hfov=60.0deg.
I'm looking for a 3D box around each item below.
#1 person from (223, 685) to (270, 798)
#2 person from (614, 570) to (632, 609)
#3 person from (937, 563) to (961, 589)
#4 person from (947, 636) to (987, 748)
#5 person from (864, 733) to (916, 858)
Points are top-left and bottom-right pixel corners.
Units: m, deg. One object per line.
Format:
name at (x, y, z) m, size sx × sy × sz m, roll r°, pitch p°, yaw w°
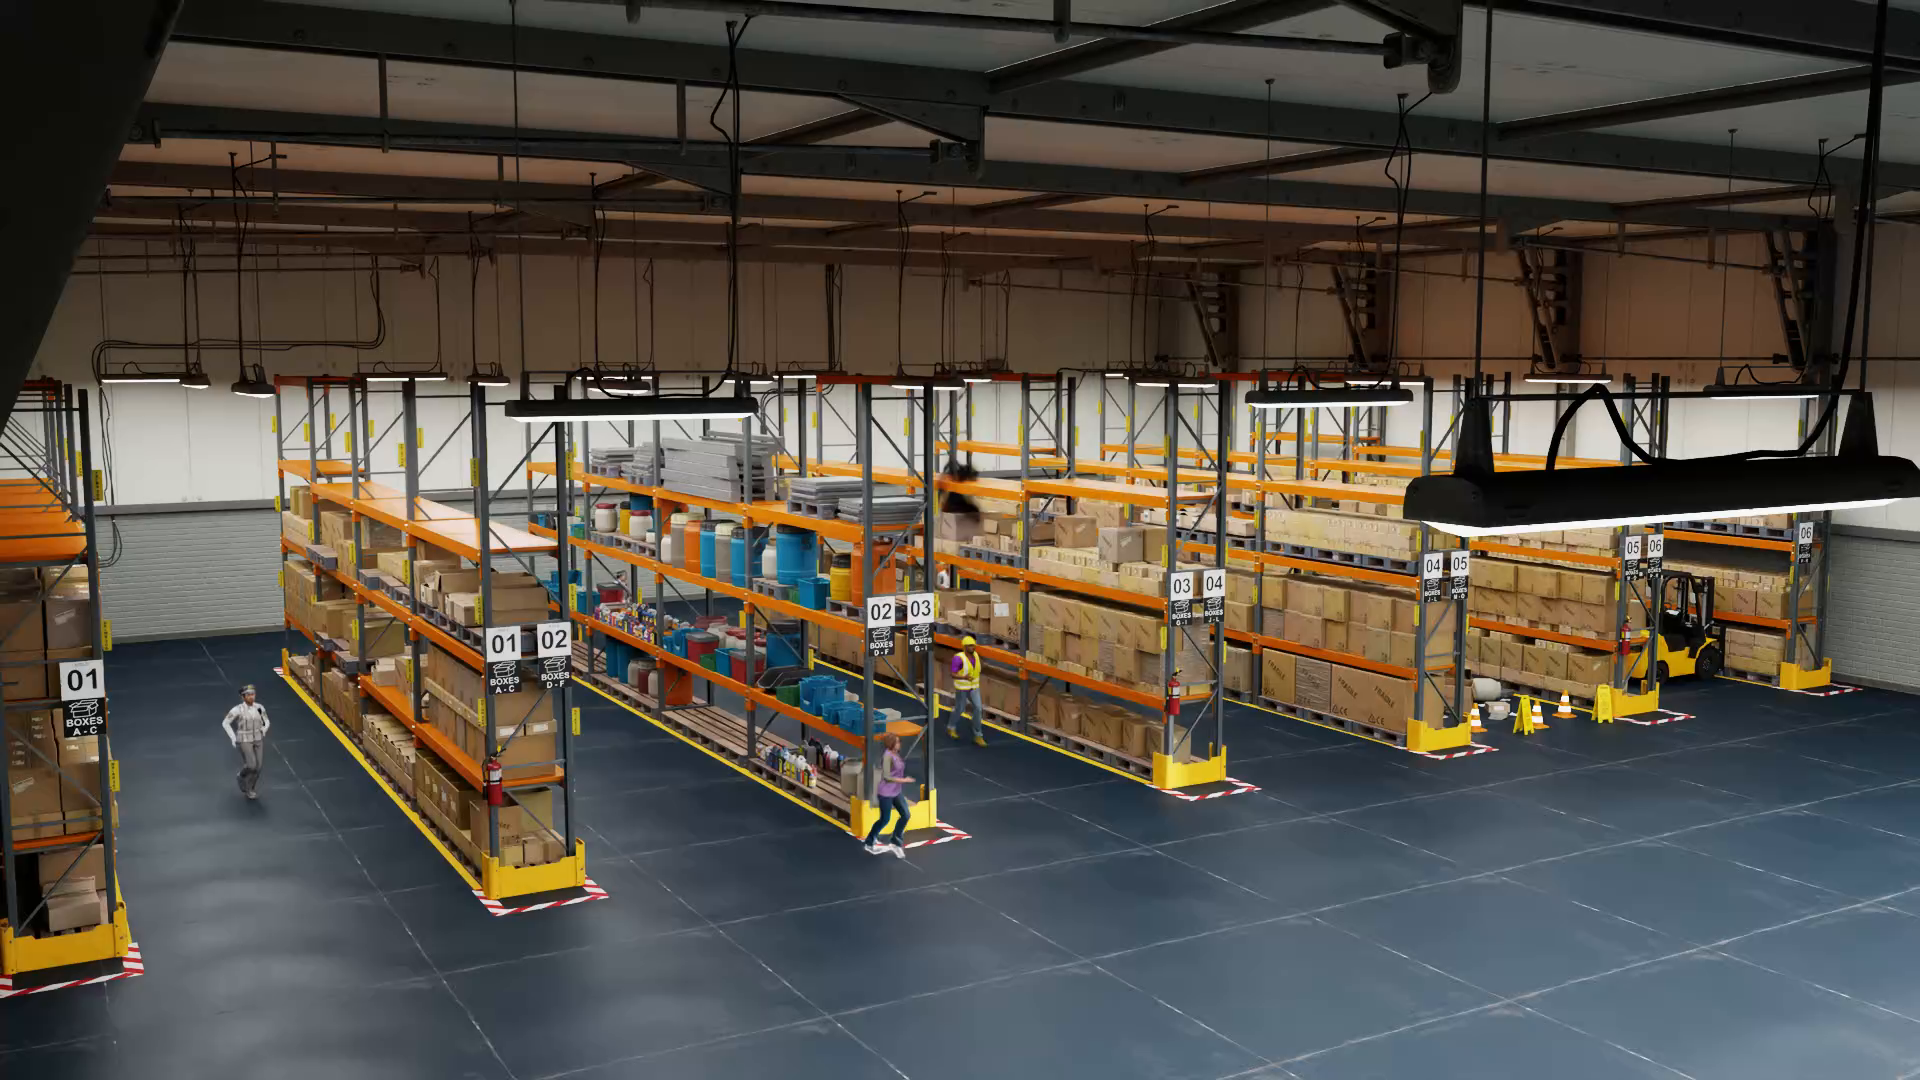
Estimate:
person at (-10.171, 2.899, 23.878) m, size 0.541 × 1.659 × 0.603 m, roll 6°, pitch 8°, yaw 41°
person at (-7.474, 1.454, 37.221) m, size 0.725 × 1.621 × 0.873 m, roll 2°, pitch 7°, yaw 20°
person at (-0.291, 1.316, 37.684) m, size 0.672 × 1.811 × 0.989 m, roll -3°, pitch 7°, yaw -25°
person at (0.085, 2.458, 27.323) m, size 0.640 × 1.796 × 0.890 m, roll -4°, pitch 7°, yaw -30°
person at (-0.872, 3.253, 21.082) m, size 0.698 × 1.653 × 0.559 m, roll 2°, pitch 7°, yaw 20°
